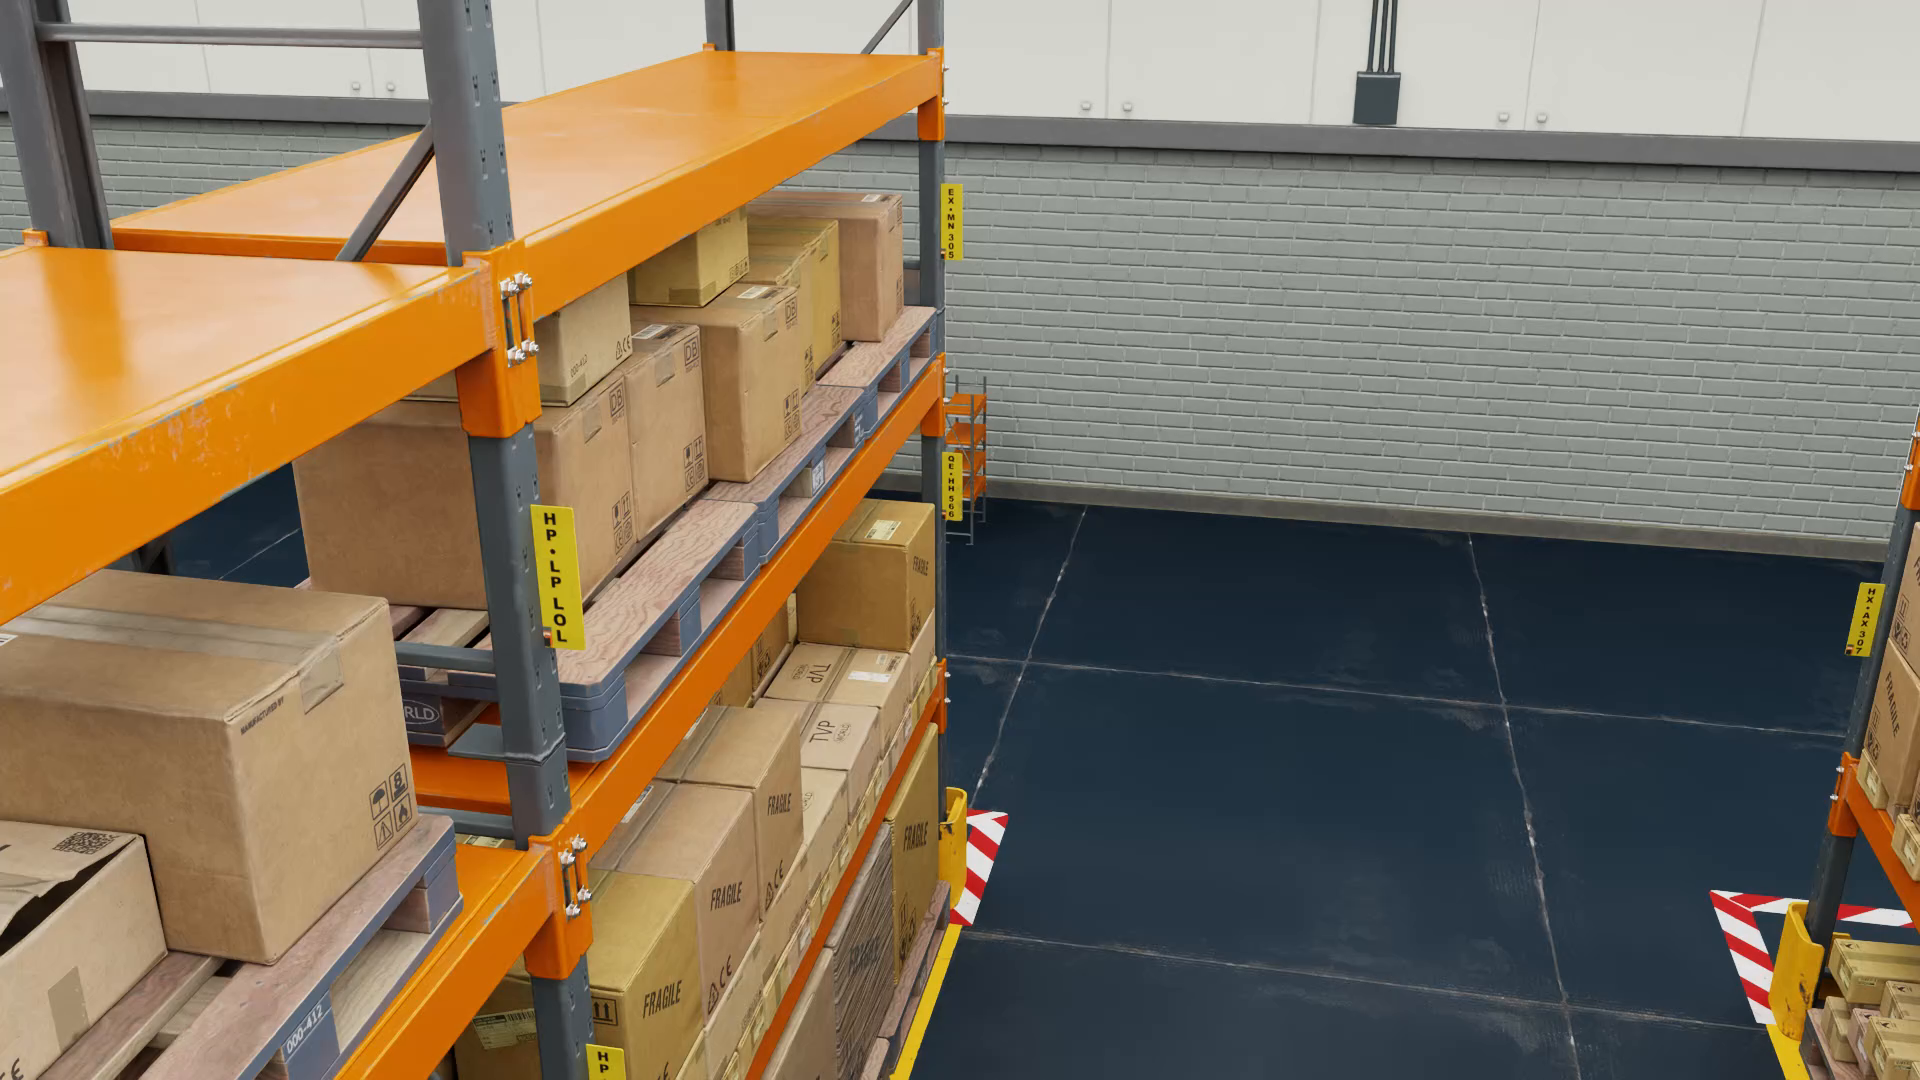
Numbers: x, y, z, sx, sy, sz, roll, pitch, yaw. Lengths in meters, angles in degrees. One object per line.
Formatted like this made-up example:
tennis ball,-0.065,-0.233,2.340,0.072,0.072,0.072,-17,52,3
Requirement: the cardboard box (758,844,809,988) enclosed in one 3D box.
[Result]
cardboard box,-0.824,1.229,5.589,0.500,0.250,0.500,5,22,12

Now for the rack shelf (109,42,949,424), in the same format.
rack shelf,-0.975,-1.174,5.222,1.077,0.370,4.000,4,22,11

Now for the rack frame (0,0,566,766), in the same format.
rack frame,-1.383,-0.962,3.196,1.000,3.000,0.127,4,22,11

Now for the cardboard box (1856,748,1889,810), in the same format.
cardboard box,3.881,0.983,6.734,0.380,0.149,0.250,4,22,10

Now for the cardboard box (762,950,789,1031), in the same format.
cardboard box,-0.787,1.472,5.519,0.380,0.149,0.250,4,22,10

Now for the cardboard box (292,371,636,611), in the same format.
cardboard box,-1.282,-0.149,4.363,0.700,0.500,0.500,3,22,8

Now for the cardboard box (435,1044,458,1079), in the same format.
cardboard box,-1.551,1.216,4.617,0.500,0.500,0.500,5,22,12

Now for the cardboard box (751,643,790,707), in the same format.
cardboard box,-1.029,0.635,7.064,0.500,0.250,0.500,4,22,10

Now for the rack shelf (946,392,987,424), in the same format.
rack shelf,0.034,-0.982,12.633,0.258,0.148,0.480,4,22,11

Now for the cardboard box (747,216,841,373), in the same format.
cardboard box,-0.853,-0.930,6.303,0.700,0.500,0.500,4,22,9

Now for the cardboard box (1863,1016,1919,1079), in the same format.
cardboard box,3.713,1.983,6.373,0.380,0.149,0.250,4,22,11

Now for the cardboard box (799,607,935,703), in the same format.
cardboard box,-0.406,0.487,7.432,0.500,0.250,0.500,4,22,10

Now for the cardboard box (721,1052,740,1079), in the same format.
cardboard box,-0.890,1.662,5.048,0.380,0.149,0.250,5,23,13

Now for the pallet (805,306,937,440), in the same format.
pallet,-0.708,-0.720,6.730,1.003,0.211,1.213,4,22,11

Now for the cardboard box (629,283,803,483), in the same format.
cardboard box,-0.923,-0.526,5.298,0.700,0.500,0.500,5,23,13

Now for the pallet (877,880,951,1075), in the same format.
pallet,-0.654,1.950,7.729,1.003,0.211,1.213,4,22,11

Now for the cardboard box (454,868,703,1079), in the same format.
cardboard box,-1.035,1.249,4.536,0.500,0.500,0.500,4,22,11

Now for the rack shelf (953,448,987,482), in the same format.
rack shelf,0.034,-0.555,12.805,0.258,0.148,0.480,4,22,11

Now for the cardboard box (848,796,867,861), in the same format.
cardboard box,-0.577,1.098,6.447,0.380,0.149,0.250,5,22,11

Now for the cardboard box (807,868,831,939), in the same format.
cardboard box,-0.681,1.284,5.986,0.380,0.149,0.250,4,22,9

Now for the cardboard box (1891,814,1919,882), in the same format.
cardboard box,3.762,1.174,6.261,0.380,0.149,0.250,4,22,9

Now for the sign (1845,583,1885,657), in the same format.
sign,3.737,0.330,6.860,0.100,0.325,0.005,4,22,11

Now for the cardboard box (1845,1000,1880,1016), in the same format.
cardboard box,3.910,1.935,6.890,0.380,0.149,0.250,5,23,13

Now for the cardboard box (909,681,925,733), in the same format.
cardboard box,-0.369,0.725,7.374,0.380,0.149,0.250,5,22,11

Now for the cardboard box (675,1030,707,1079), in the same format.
cardboard box,-1.031,1.601,4.667,0.500,0.250,0.500,4,22,10

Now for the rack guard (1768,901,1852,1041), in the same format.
rack guard,4.253,1.960,7.317,1.175,0.500,0.348,4,22,11

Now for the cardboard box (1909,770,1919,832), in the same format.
cardboard box,3.822,0.930,5.998,0.500,0.500,0.500,5,22,11

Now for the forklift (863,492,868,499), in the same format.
forklift,-2.206,-1.266,12.074,3.031,2.935,1.130,-1,22,-4

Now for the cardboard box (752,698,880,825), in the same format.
cardboard box,-0.614,0.859,6.509,0.500,0.250,0.500,4,22,9

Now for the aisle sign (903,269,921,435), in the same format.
aisle sign,-0.259,-0.851,7.472,0.394,0.787,0.004,4,22,11

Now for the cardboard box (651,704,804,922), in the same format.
cardboard box,-0.825,0.879,5.455,0.500,0.500,0.500,4,22,9

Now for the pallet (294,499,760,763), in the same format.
pallet,-1.206,0.172,4.514,1.003,0.211,1.213,4,22,11

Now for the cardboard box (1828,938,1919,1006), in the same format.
cardboard box,3.829,1.790,6.850,0.380,0.149,0.250,3,22,8

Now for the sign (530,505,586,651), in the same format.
sign,-0.850,0.082,3.507,0.100,0.325,0.005,4,22,11

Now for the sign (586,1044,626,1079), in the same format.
sign,-0.850,1.358,4.022,0.100,0.325,0.005,4,22,11

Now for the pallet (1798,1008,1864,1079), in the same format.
pallet,4.052,2.389,6.640,1.003,0.211,1.213,4,22,11

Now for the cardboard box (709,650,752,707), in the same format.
cardboard box,-1.131,0.470,6.471,0.500,0.500,0.500,4,22,9

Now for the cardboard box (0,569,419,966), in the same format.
cardboard box,-1.492,0.401,3.131,0.700,0.500,0.500,5,22,12

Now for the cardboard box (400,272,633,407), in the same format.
cardboard box,-1.185,-0.549,4.354,0.500,0.250,0.500,3,22,7

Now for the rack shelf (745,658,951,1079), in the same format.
rack shelf,-0.975,1.423,6.268,1.077,0.370,4.000,4,22,11

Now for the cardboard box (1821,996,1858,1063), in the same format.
cardboard box,3.848,2.068,6.958,0.380,0.149,0.250,5,22,12

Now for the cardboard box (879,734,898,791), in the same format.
cardboard box,-0.473,0.908,6.919,0.380,0.149,0.250,5,22,12

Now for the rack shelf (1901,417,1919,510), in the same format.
rack shelf,3.860,0.447,4.677,1.077,0.370,4.000,4,22,11

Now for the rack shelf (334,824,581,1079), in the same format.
rack shelf,-1.791,1.495,2.075,1.077,0.370,4.000,4,22,11

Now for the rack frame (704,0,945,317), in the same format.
rack frame,-0.567,-2.425,6.829,1.000,3.000,0.127,4,22,11

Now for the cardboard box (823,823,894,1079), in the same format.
cardboard box,-0.805,1.722,6.845,0.875,0.875,0.875,4,22,11

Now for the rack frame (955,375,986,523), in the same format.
rack frame,0.084,-0.706,13.001,0.240,1.200,0.015,4,22,11

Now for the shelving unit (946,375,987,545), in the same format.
shelving unit,0.034,-0.617,12.780,0.258,1.200,0.503,4,22,11
